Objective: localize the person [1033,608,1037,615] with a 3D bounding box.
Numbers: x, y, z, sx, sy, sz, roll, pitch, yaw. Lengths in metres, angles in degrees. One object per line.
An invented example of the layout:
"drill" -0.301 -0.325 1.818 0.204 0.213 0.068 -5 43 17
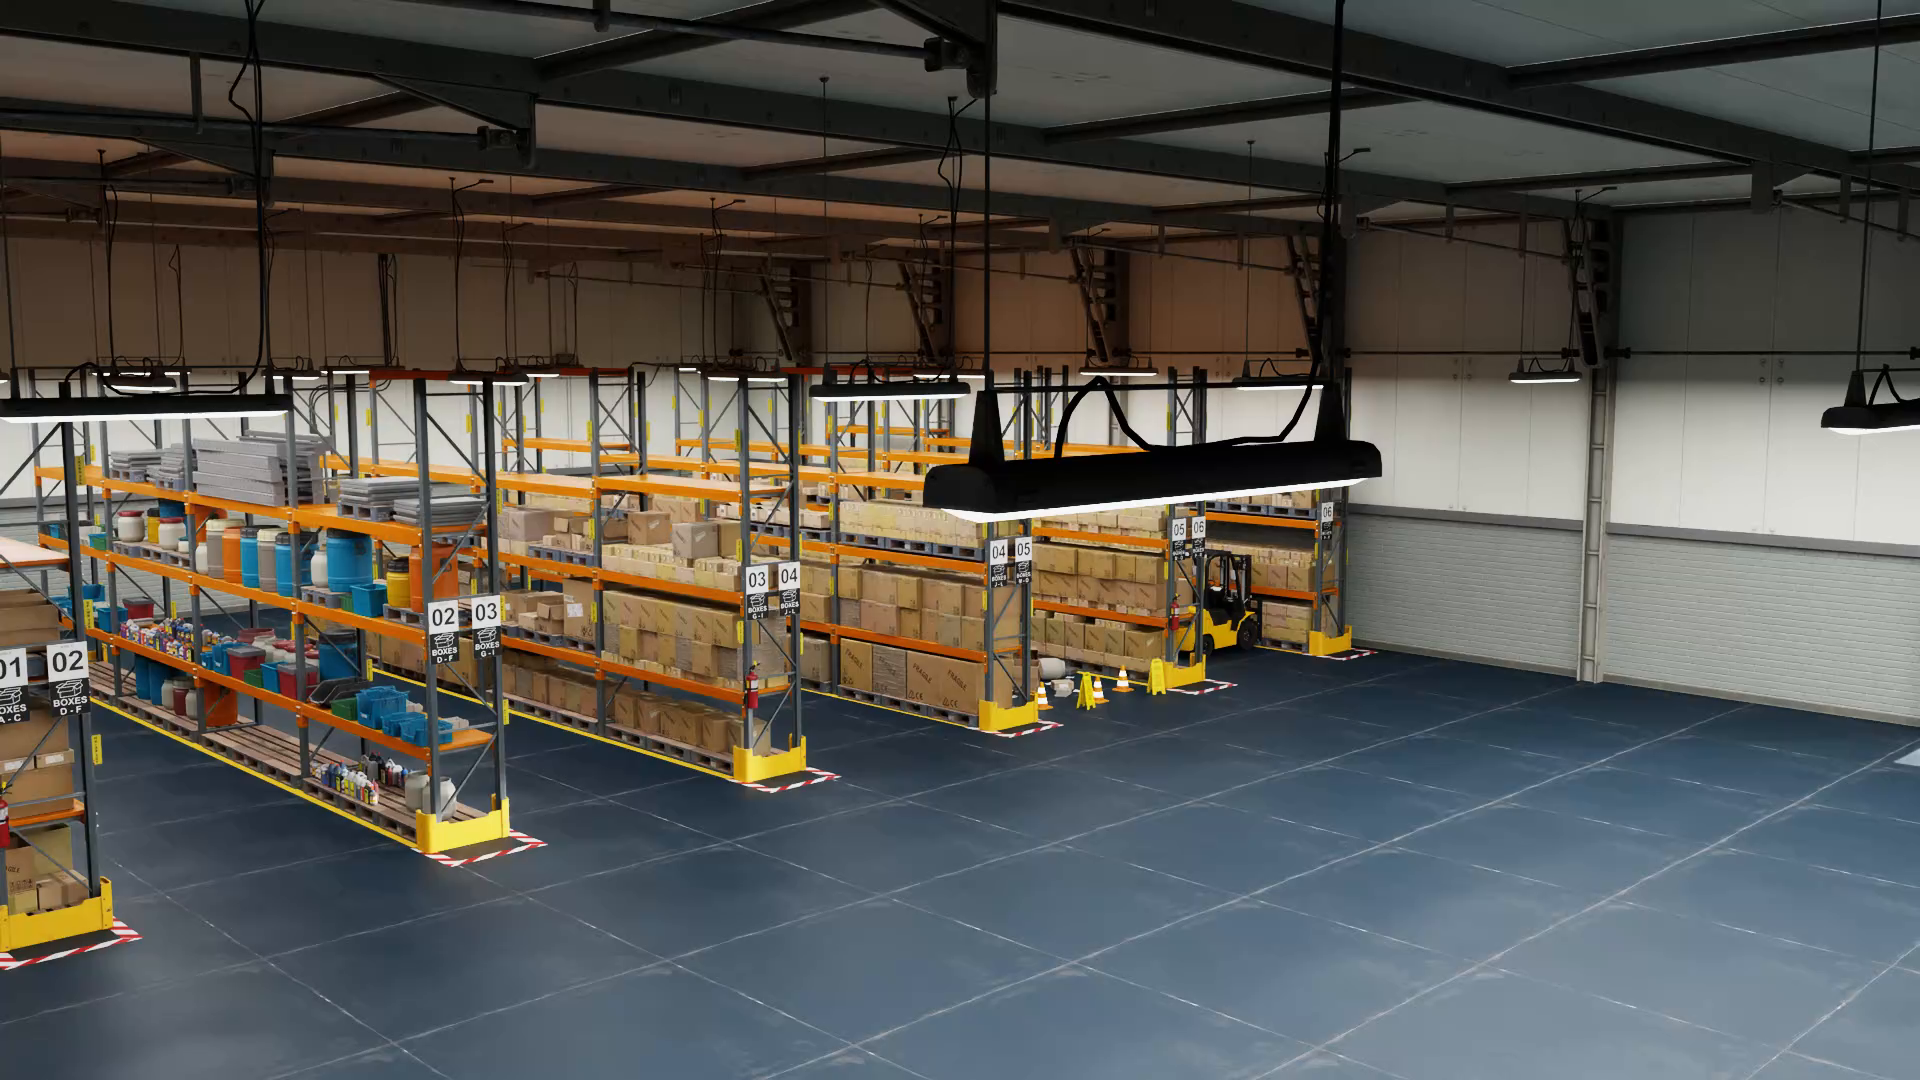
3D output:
"person" 1.421 1.137 38.861 0.861 1.614 0.623 5 8 35
